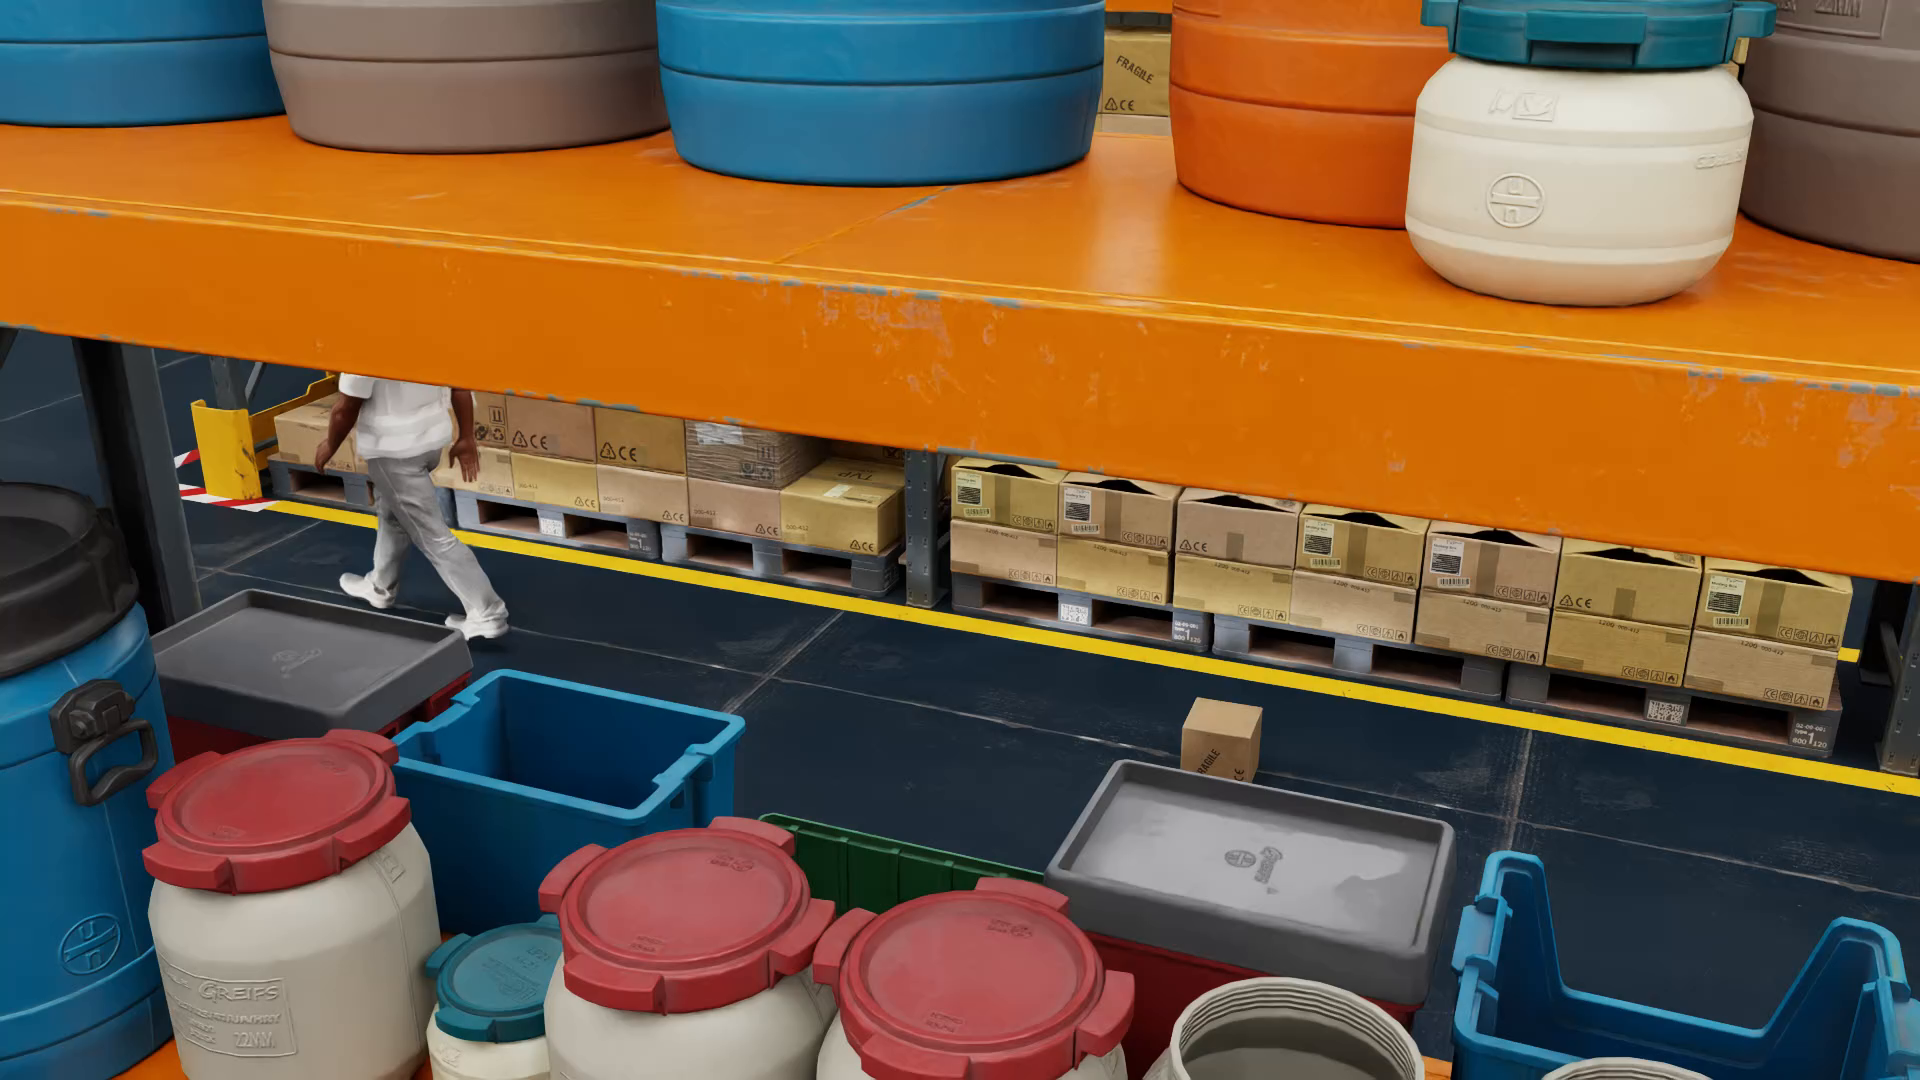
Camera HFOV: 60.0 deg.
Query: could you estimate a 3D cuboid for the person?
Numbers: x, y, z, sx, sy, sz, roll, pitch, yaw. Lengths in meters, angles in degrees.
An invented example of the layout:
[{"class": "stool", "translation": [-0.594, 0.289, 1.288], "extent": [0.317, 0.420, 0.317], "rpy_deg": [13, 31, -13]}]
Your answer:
[{"class": "person", "translation": [-2.413, -0.420, 7.098], "extent": [1.057, 1.722, 0.561], "rpy_deg": [8, 24, 20]}]
